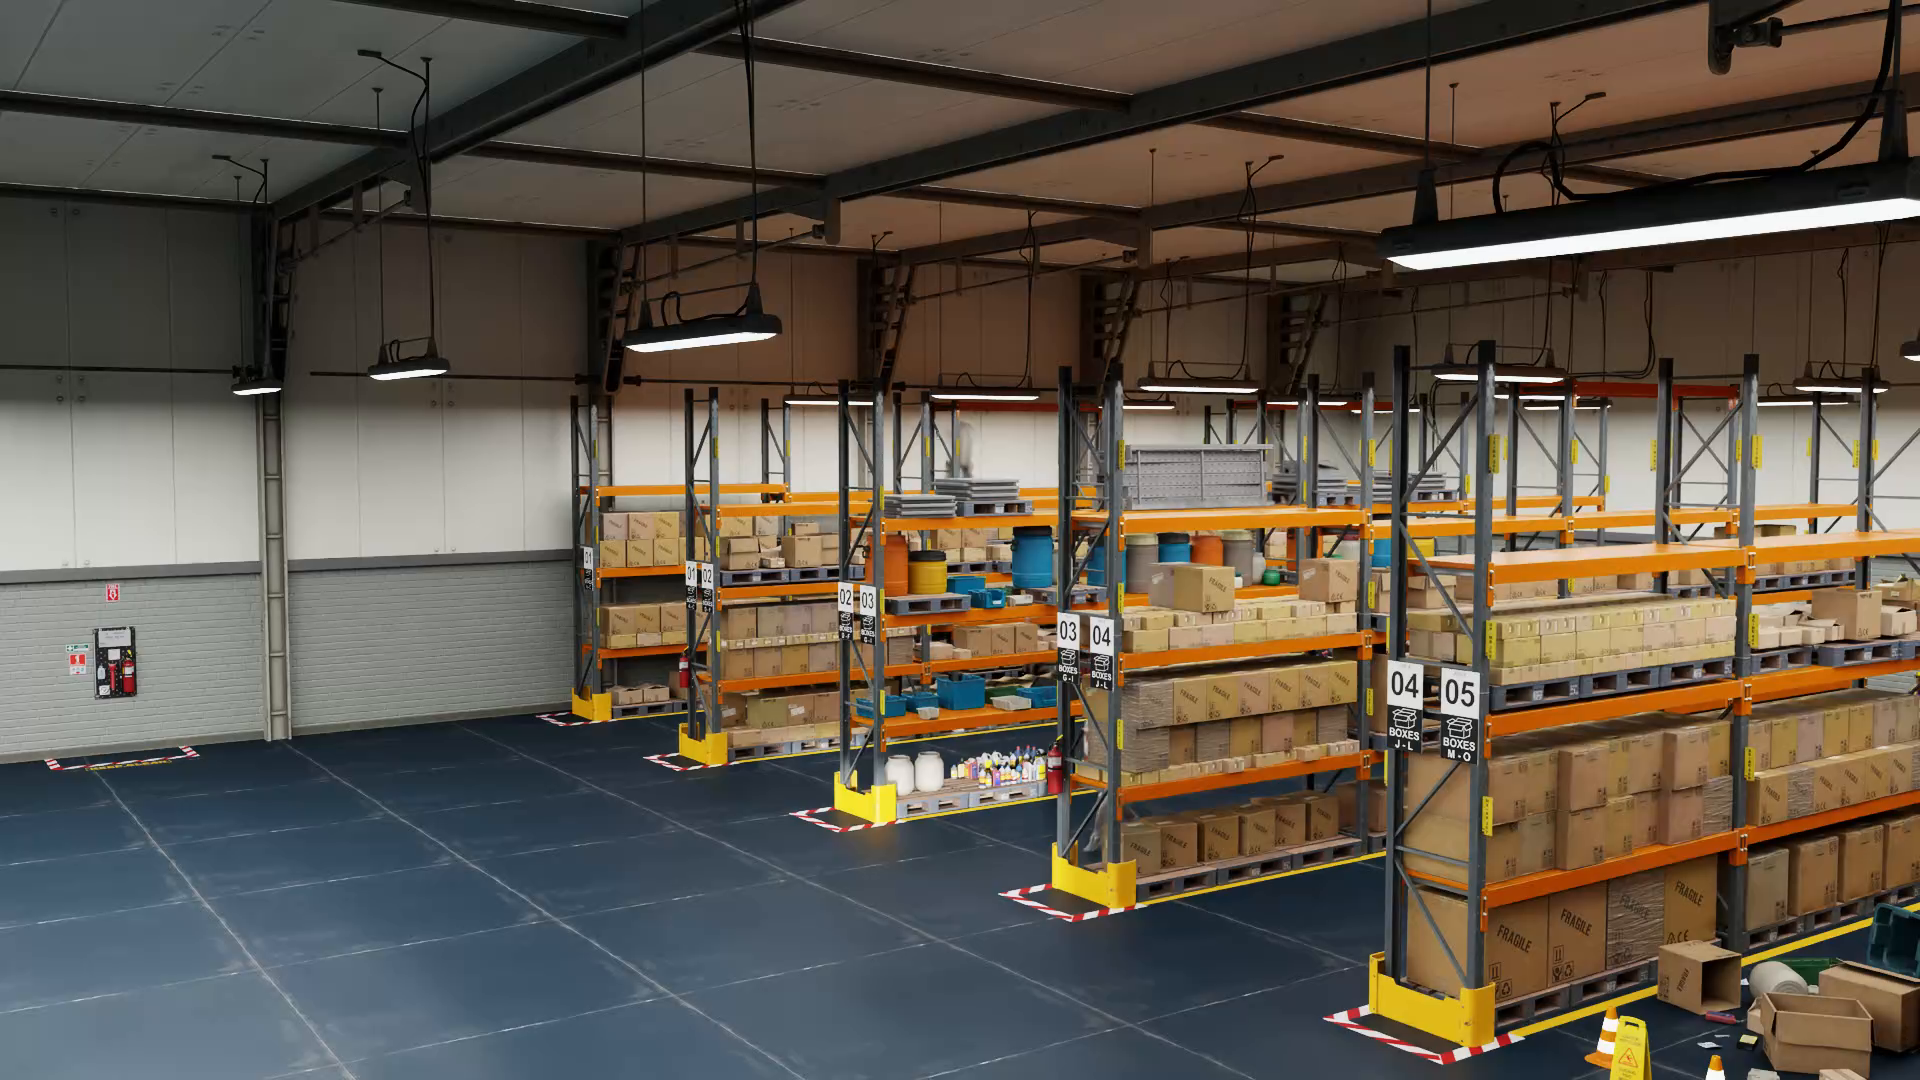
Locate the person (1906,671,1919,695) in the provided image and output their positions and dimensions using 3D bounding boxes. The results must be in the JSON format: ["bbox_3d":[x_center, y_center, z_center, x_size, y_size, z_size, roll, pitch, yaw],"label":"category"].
[{"bbox_3d":[14.496,2.804,25.041,0.570,1.726,0.702,-2,4,-35],"label":"person"}]

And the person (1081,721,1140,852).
[{"bbox_3d":[1.940,3.072,21.125,1.057,1.715,0.744,-3,5,-43],"label":"person"}]

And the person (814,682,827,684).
[{"bbox_3d":[-2.566,2.515,30.070,0.743,1.693,0.648,-3,5,-43],"label":"person"}]

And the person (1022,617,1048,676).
[{"bbox_3d":[1.510,2.330,33.730,0.739,1.655,0.649,-3,4,-39],"label":"person"}]
